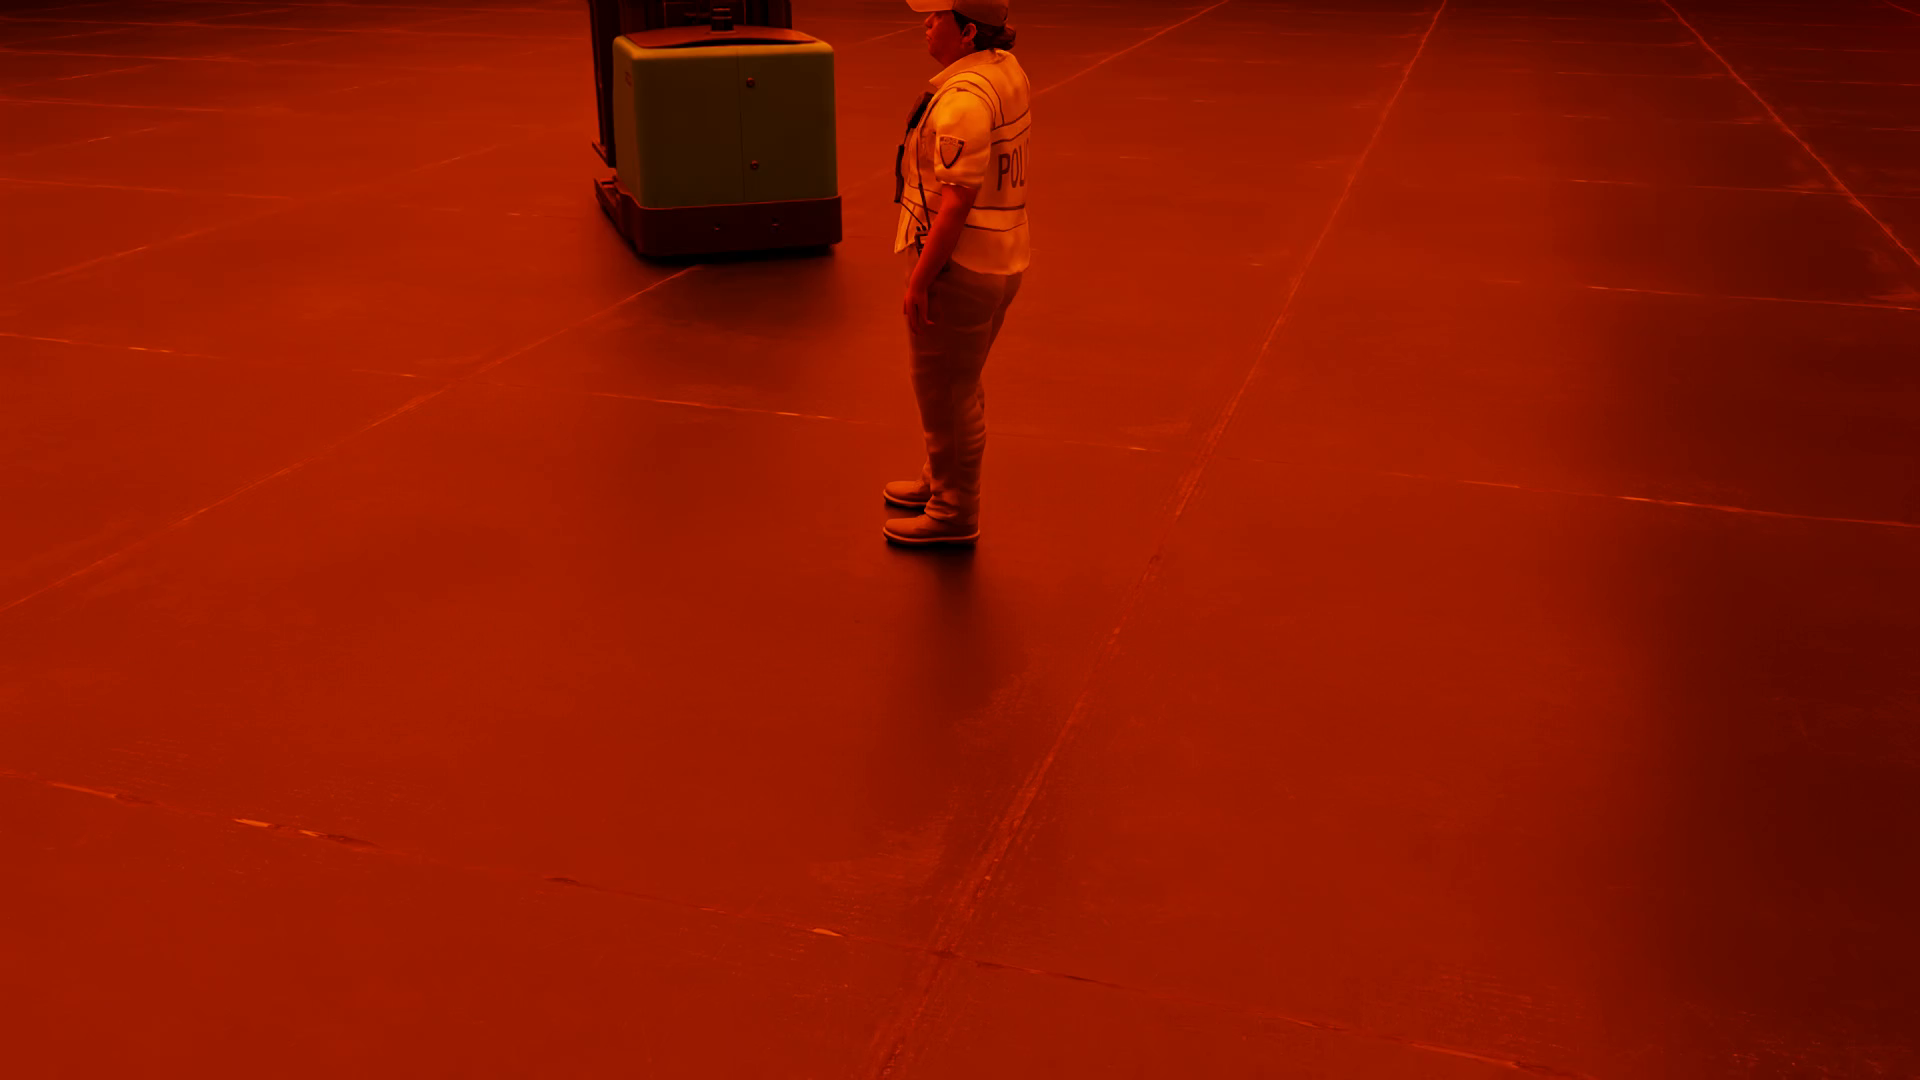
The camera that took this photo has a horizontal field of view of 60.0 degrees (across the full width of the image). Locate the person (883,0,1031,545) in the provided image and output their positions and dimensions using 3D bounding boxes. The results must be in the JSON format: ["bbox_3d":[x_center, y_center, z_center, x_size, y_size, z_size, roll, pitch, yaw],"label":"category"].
[{"bbox_3d":[-0.066,-0.794,4.841,0.529,1.670,0.598,7,23,16],"label":"person"}]

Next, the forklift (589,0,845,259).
[{"bbox_3d":[-1.541,-3.307,9.289,1.130,2.935,3.031,-7,23,-17],"label":"forklift"}]
